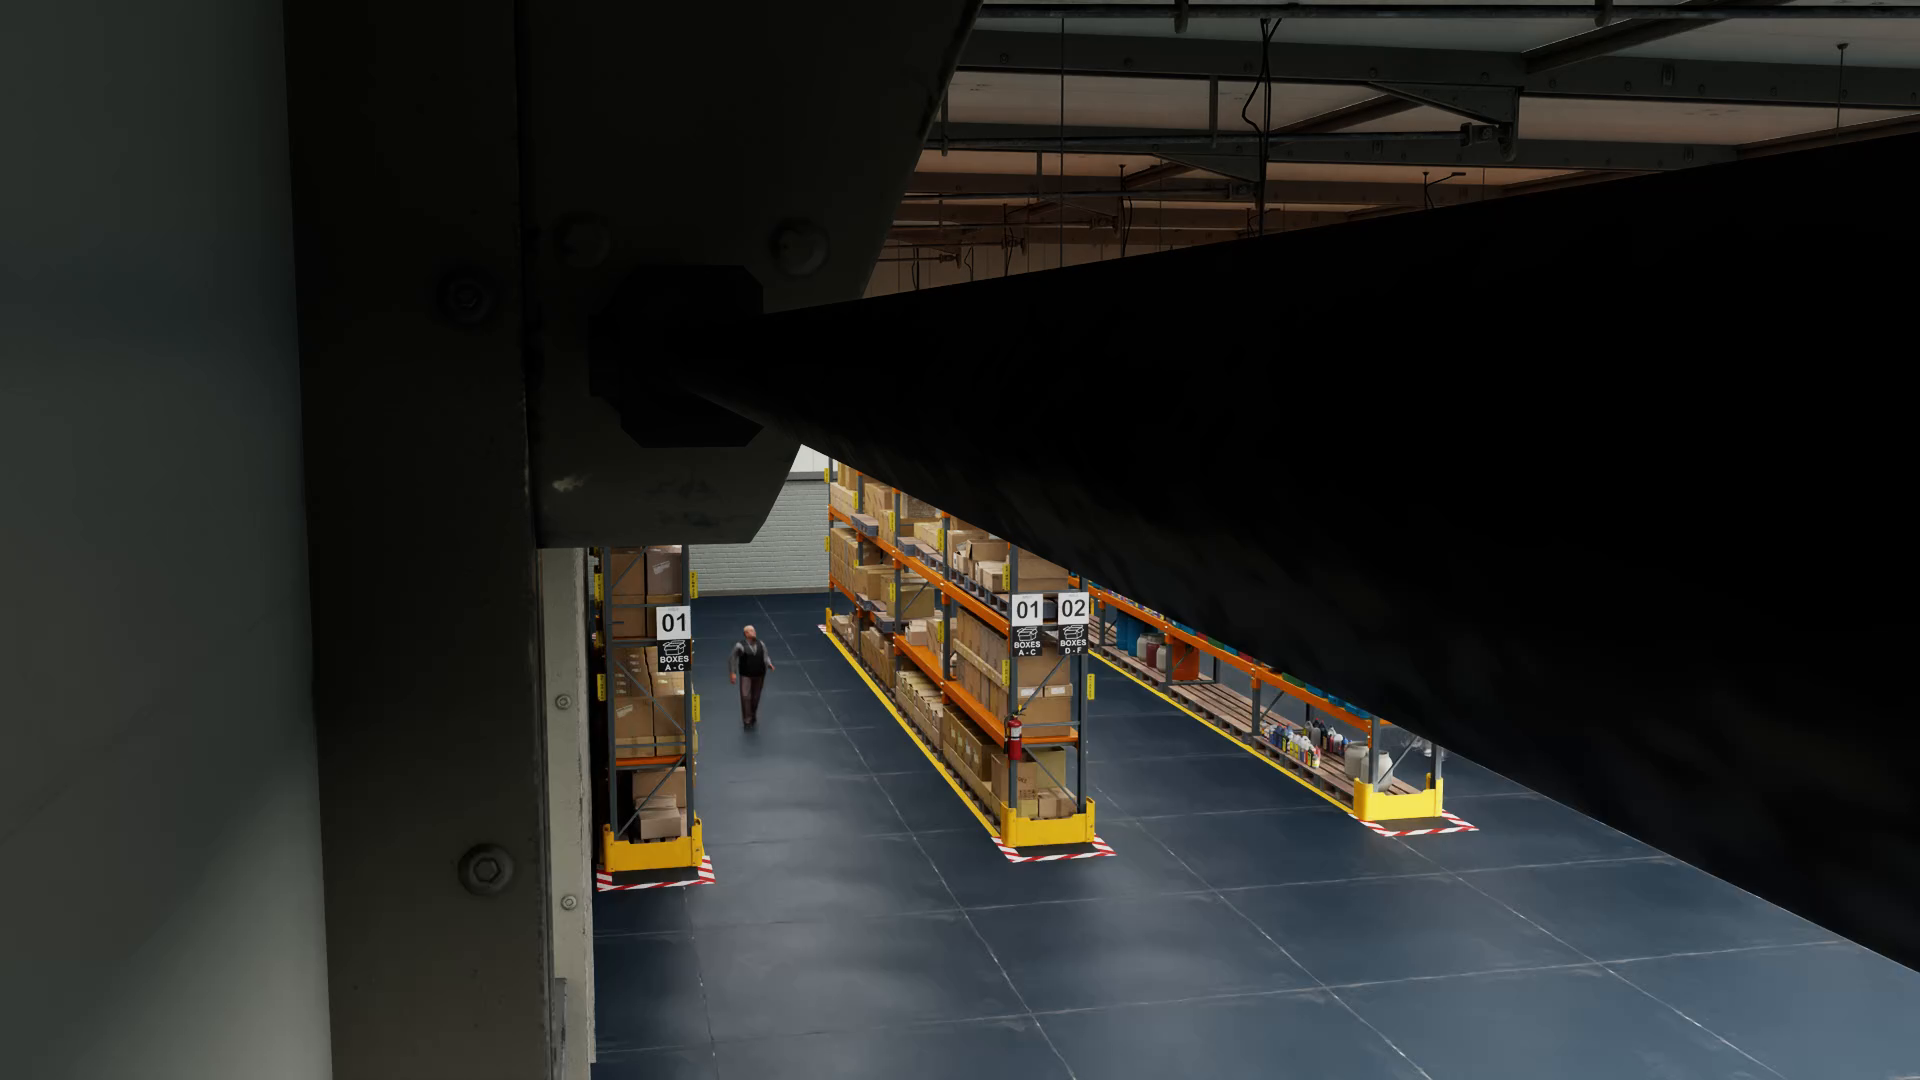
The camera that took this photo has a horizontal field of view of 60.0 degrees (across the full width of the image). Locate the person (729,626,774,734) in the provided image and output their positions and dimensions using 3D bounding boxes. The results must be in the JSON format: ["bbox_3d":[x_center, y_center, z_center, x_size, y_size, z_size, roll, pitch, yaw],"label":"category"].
[{"bbox_3d":[-3.437,2.258,27.424,0.718,1.702,0.982,-1,7,-10],"label":"person"}]

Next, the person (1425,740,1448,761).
[{"bbox_3d":[7.242,2.532,25.396,0.374,1.610,0.508,-6,9,-41],"label":"person"}]

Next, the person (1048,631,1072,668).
[{"bbox_3d":[1.884,1.981,29.675,0.540,1.739,0.804,-1,7,-8],"label":"person"}]
